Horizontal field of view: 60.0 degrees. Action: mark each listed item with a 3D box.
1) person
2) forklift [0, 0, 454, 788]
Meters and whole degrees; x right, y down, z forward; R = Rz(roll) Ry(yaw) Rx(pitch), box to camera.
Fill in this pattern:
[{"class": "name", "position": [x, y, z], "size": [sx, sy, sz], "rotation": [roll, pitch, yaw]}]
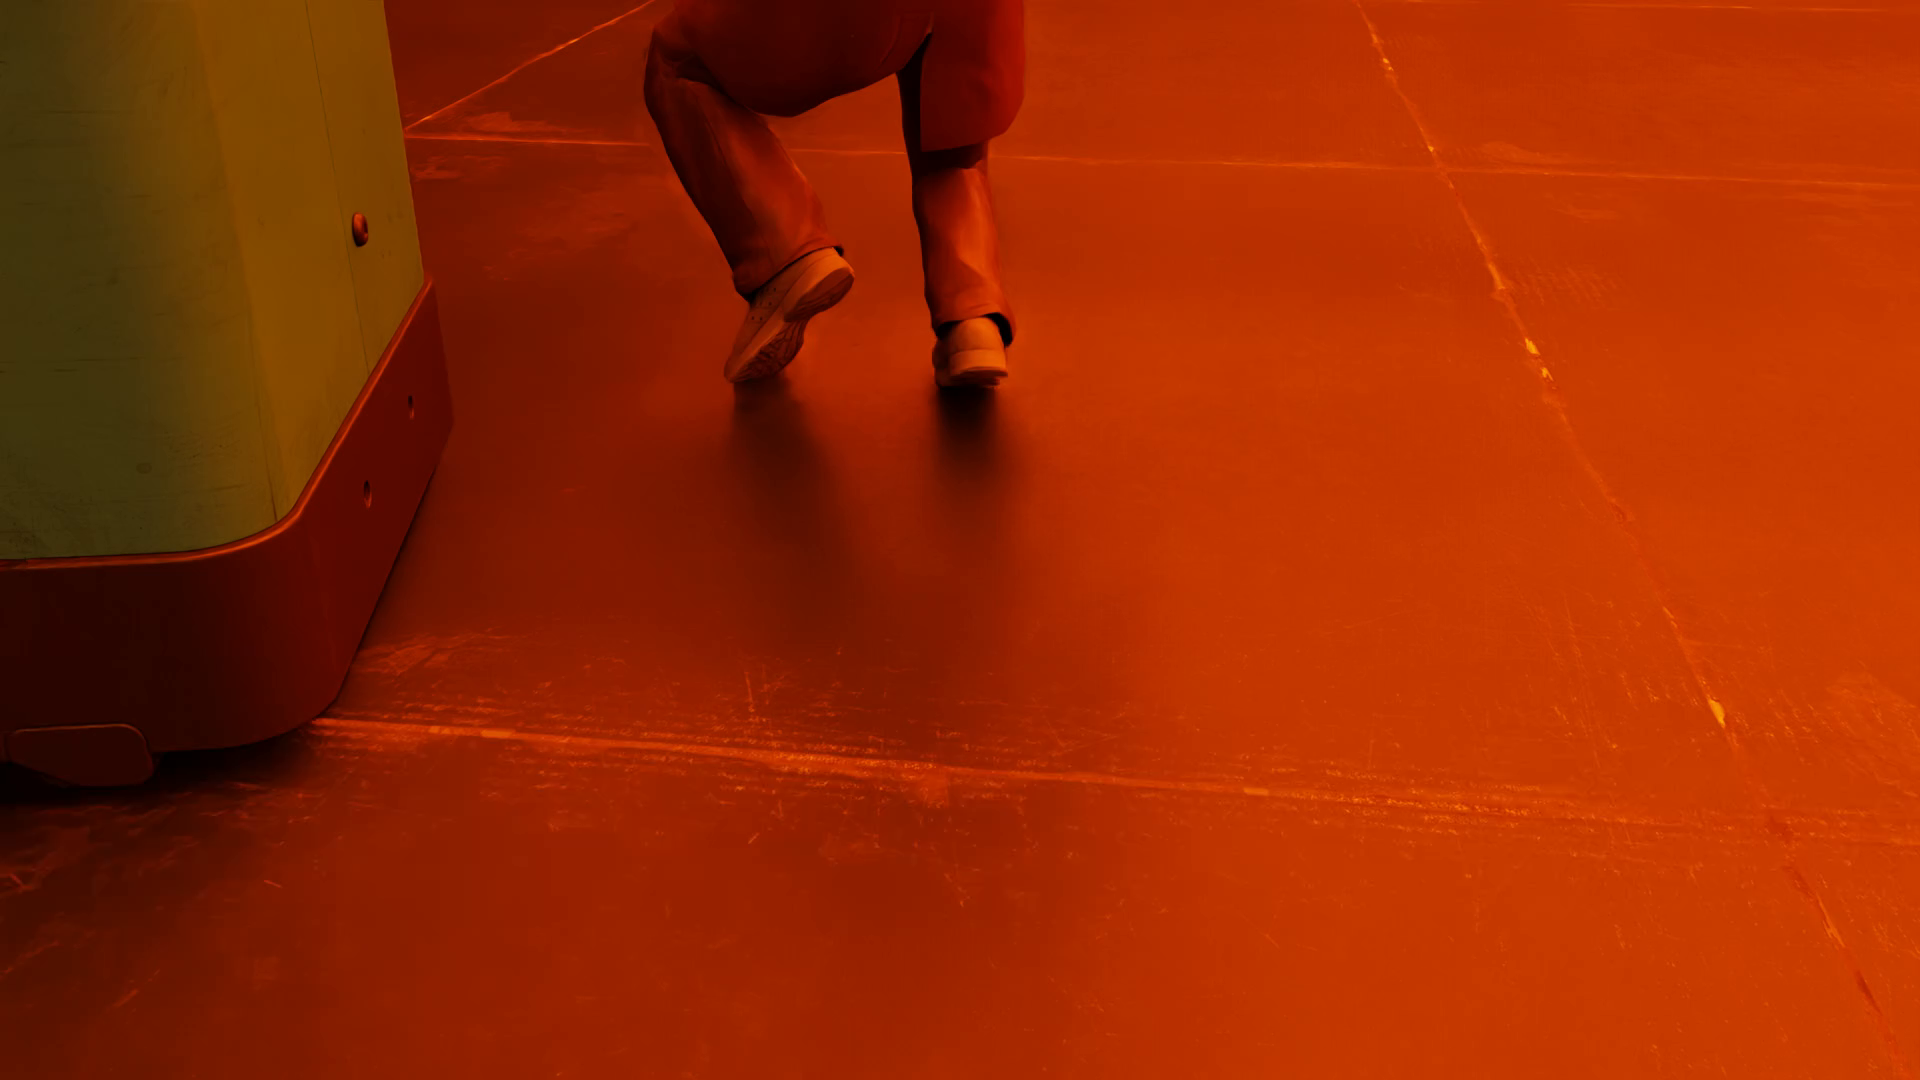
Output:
[{"class": "person", "position": [-0.305, -1.003, 2.654], "size": [1.148, 1.723, 0.831], "rotation": [-13, 29, -24]}, {"class": "forklift", "position": [-2.289, -1.178, 1.577], "size": [3.031, 2.935, 1.130], "rotation": [-3, 27, -6]}]
